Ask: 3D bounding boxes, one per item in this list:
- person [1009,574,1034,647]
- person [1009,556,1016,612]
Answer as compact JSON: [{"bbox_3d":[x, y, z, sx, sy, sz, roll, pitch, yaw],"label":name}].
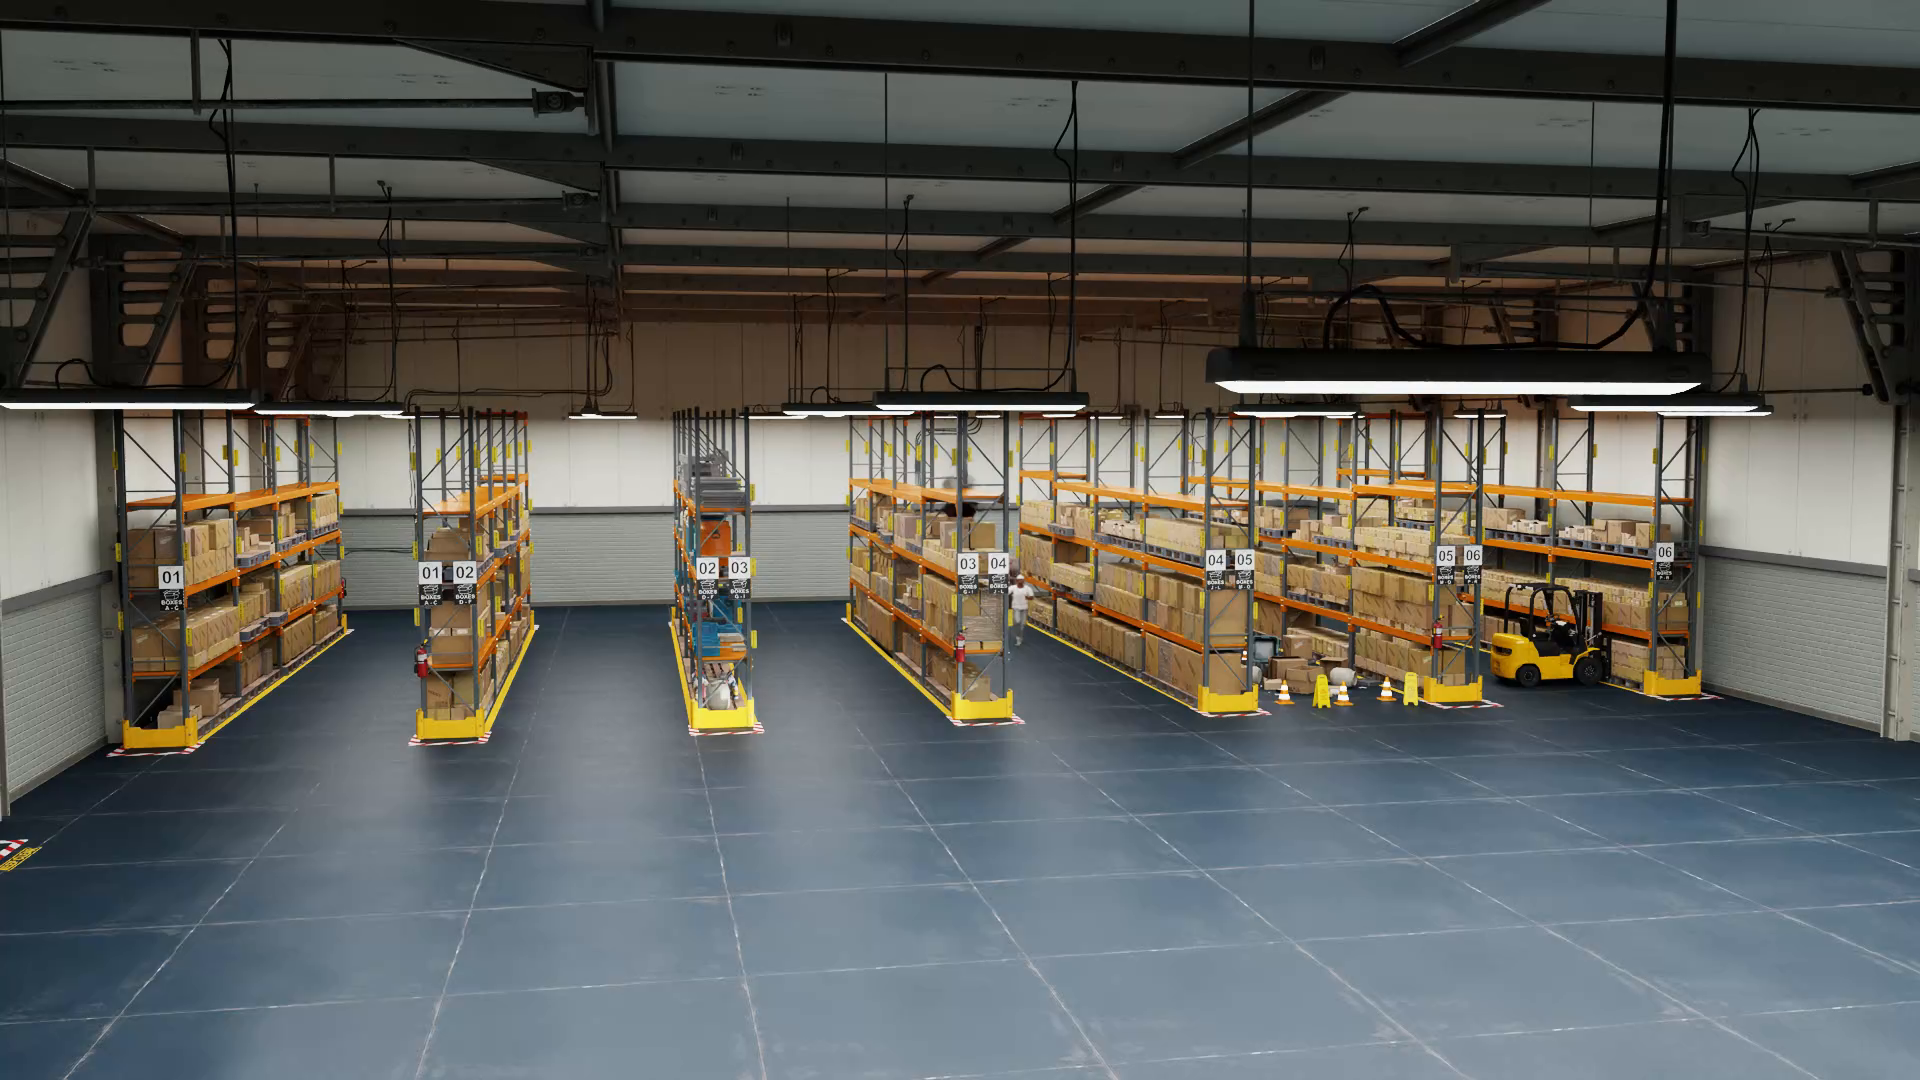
[{"bbox_3d":[1.551,1.785,42.771,0.685,1.806,0.871,-1,4,-9],"label":"person"},{"bbox_3d":[1.422,1.348,49.336,0.665,1.762,0.682,-3,5,-35],"label":"person"}]
